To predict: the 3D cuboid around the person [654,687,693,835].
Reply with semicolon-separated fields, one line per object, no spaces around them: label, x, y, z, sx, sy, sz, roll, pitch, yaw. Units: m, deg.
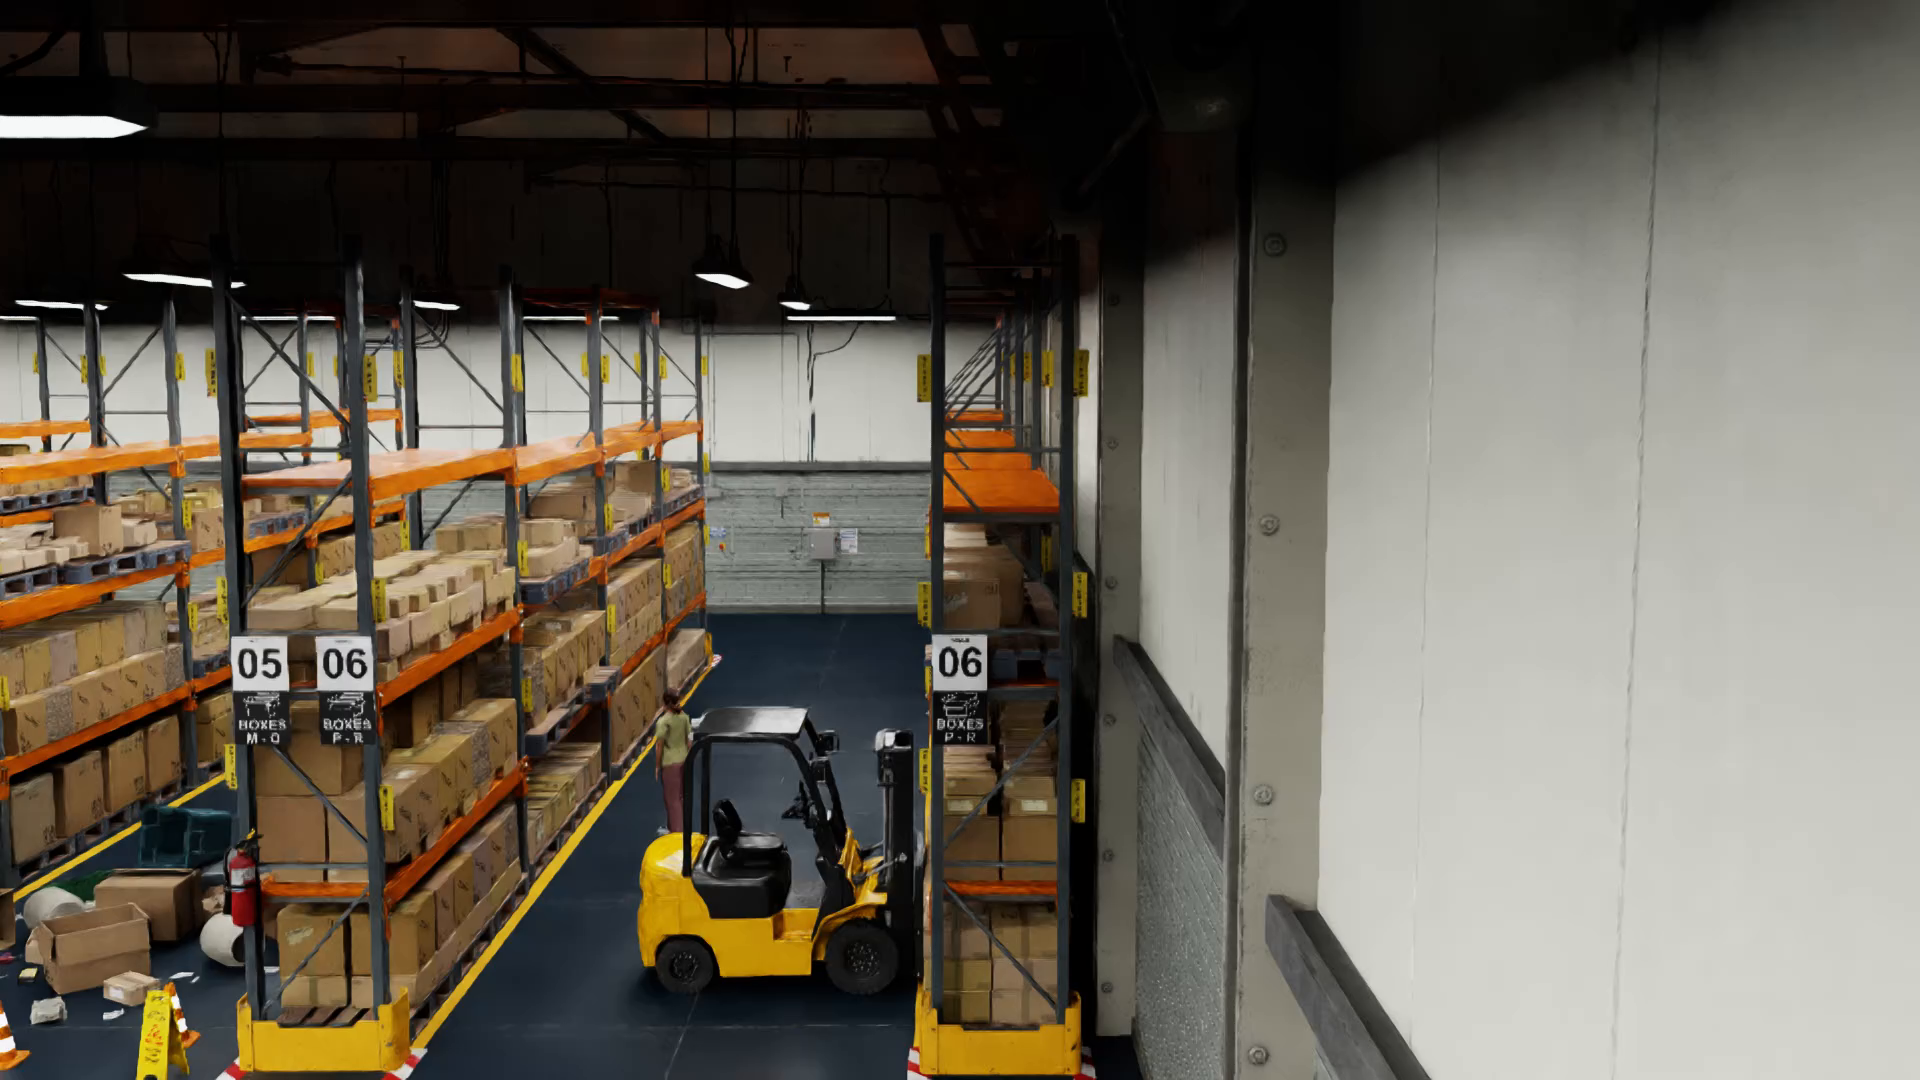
person;-3.071;2.385;17.635;0.569;1.650;0.560;4;7;32
